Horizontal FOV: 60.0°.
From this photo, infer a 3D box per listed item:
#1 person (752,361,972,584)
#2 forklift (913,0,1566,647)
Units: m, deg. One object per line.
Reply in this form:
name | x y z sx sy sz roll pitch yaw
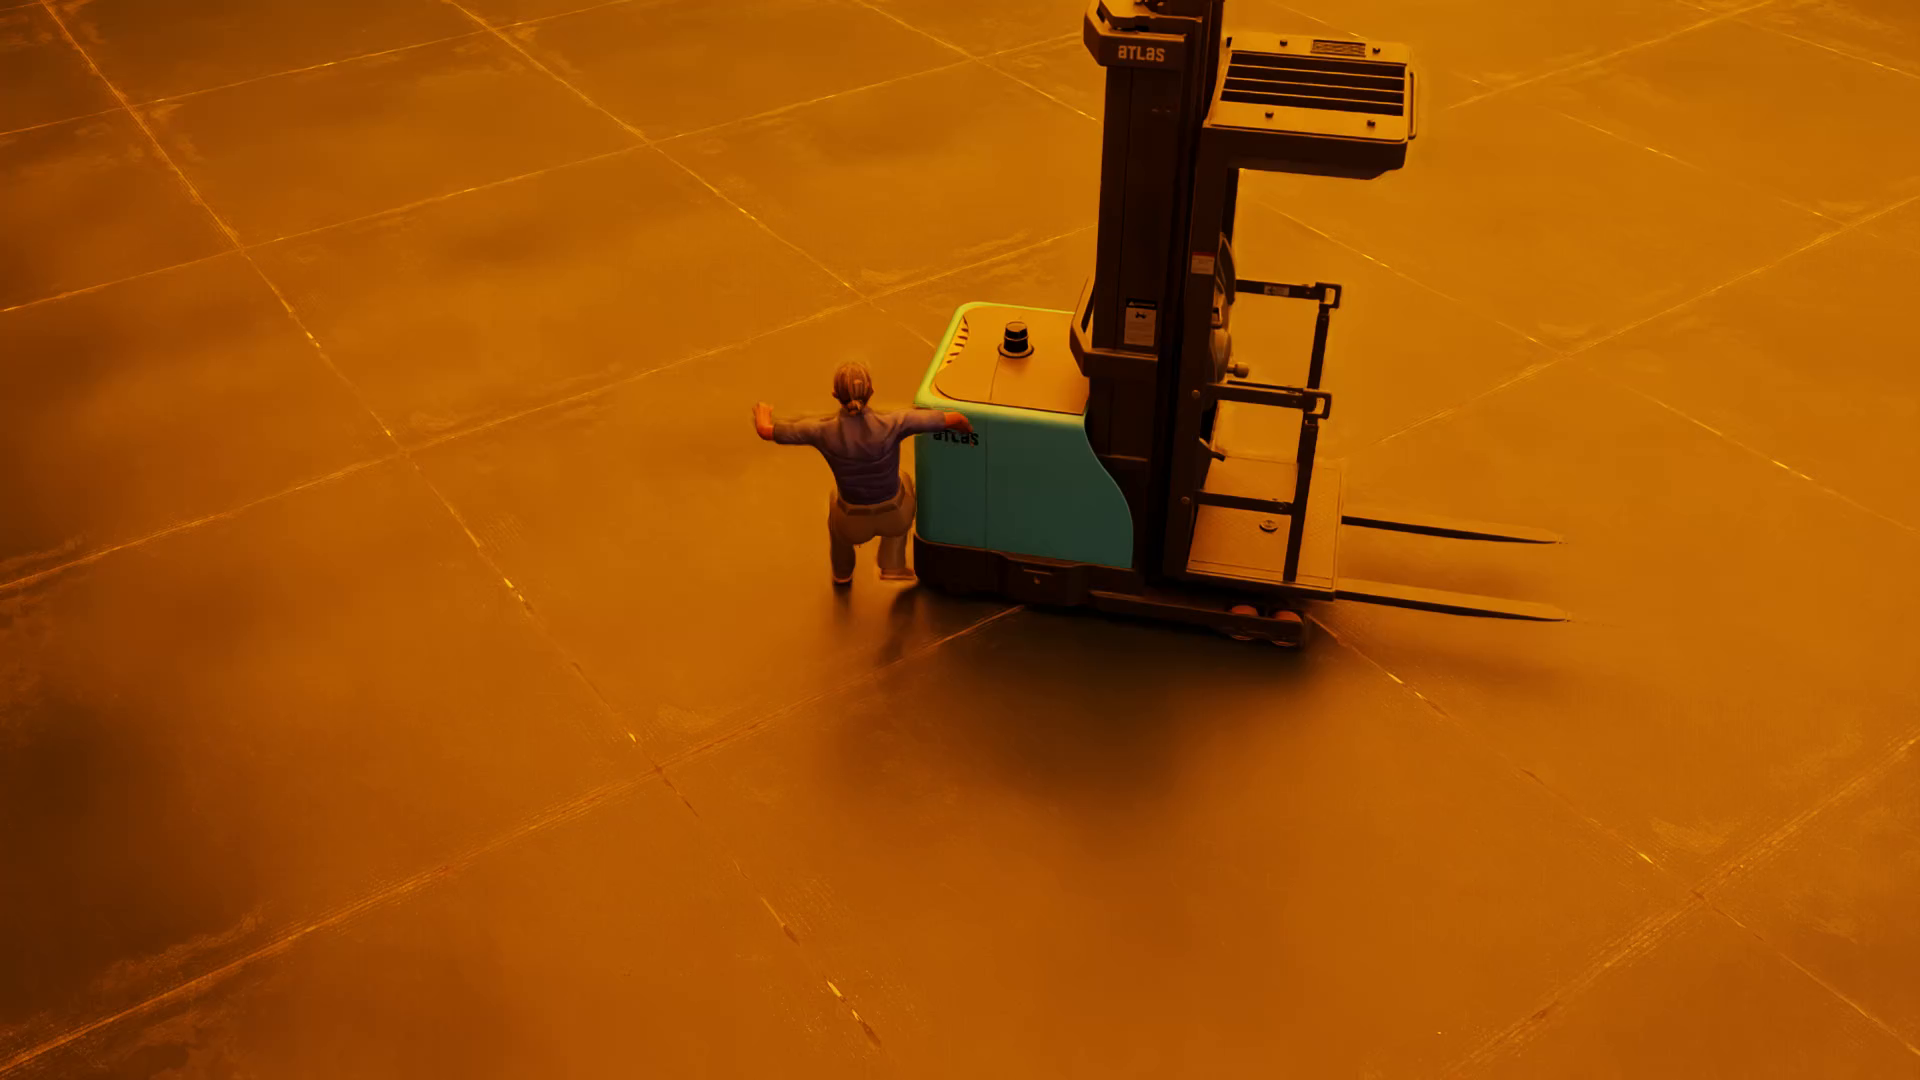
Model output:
person | -0.415 -0.311 7.617 1.020 1.431 0.788 -4 37 -6
forklift | 1.348 -1.031 7.339 3.031 2.935 1.130 8 37 10
